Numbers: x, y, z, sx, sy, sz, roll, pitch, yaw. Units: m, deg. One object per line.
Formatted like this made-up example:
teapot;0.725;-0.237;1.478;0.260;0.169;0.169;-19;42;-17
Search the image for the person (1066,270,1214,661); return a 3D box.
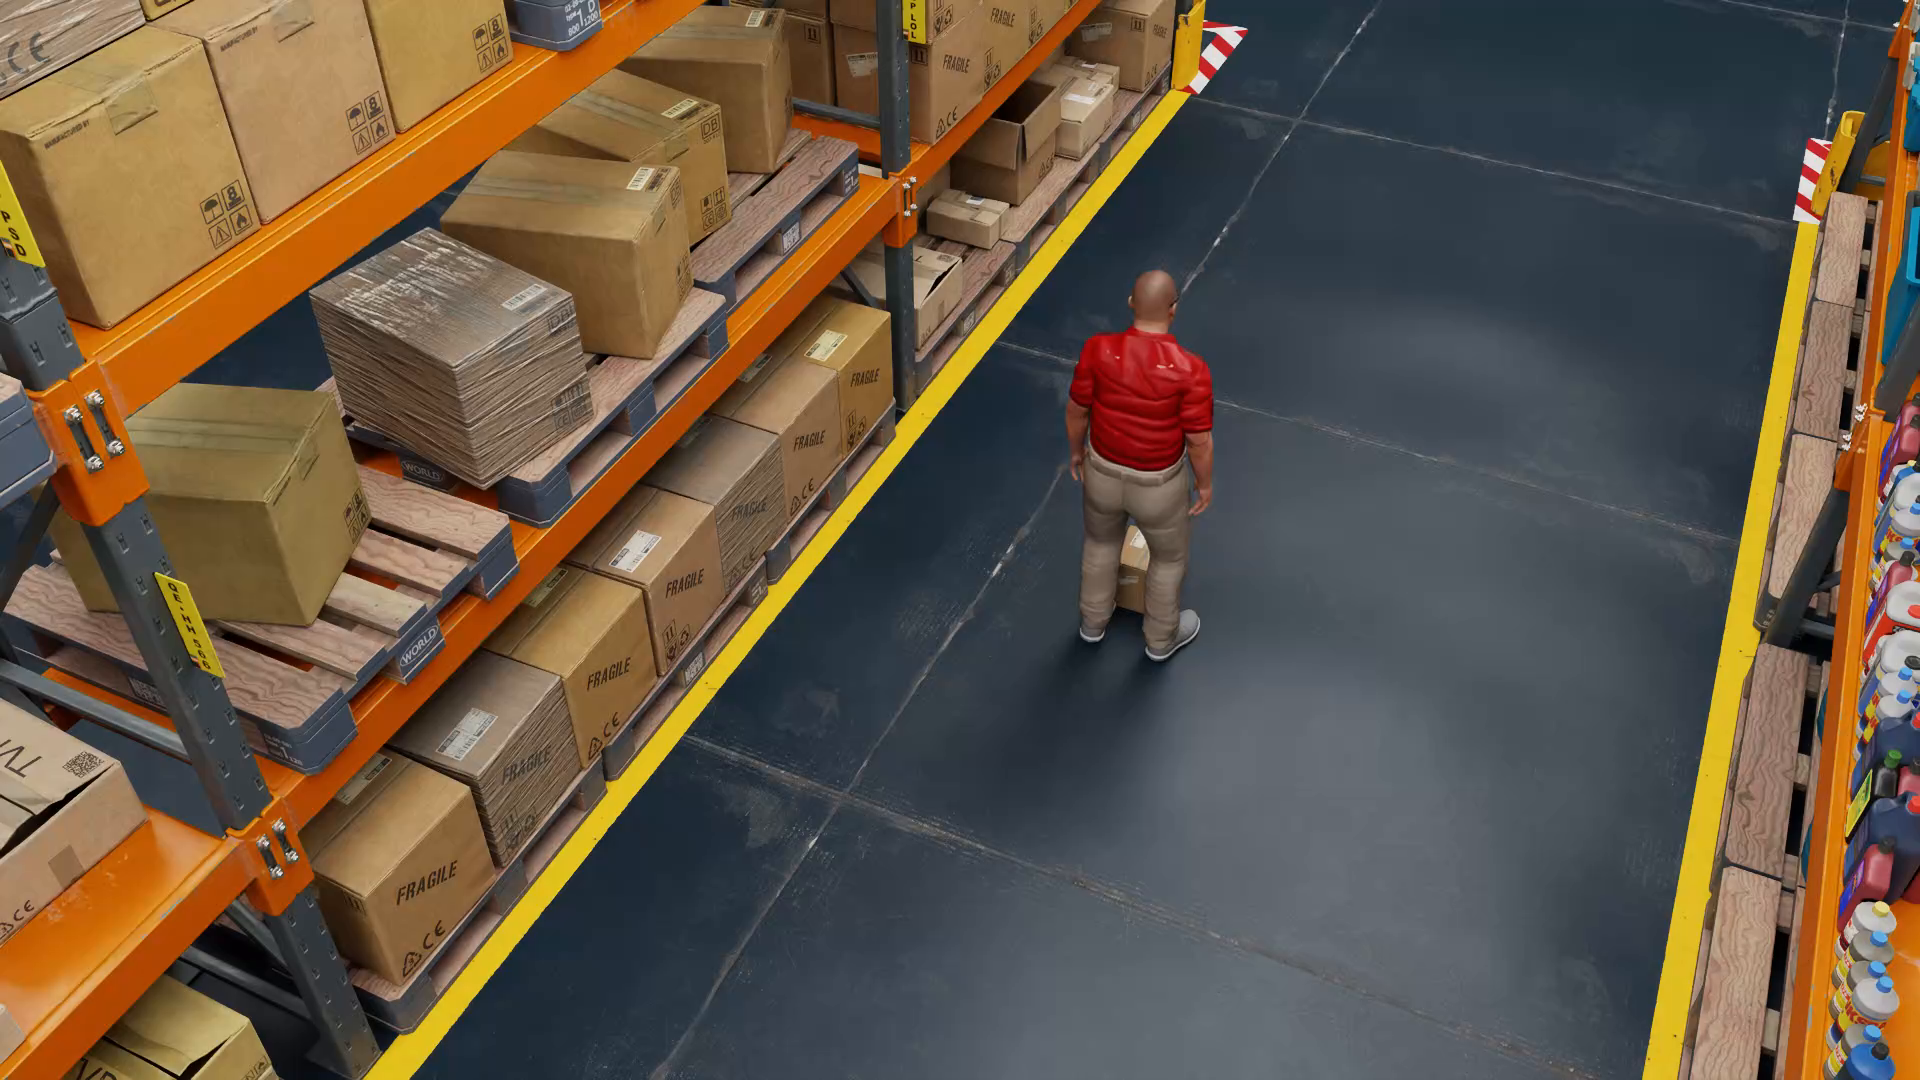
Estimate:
person;0.694;-0.261;6.463;0.588;1.726;0.389;17;44;18
